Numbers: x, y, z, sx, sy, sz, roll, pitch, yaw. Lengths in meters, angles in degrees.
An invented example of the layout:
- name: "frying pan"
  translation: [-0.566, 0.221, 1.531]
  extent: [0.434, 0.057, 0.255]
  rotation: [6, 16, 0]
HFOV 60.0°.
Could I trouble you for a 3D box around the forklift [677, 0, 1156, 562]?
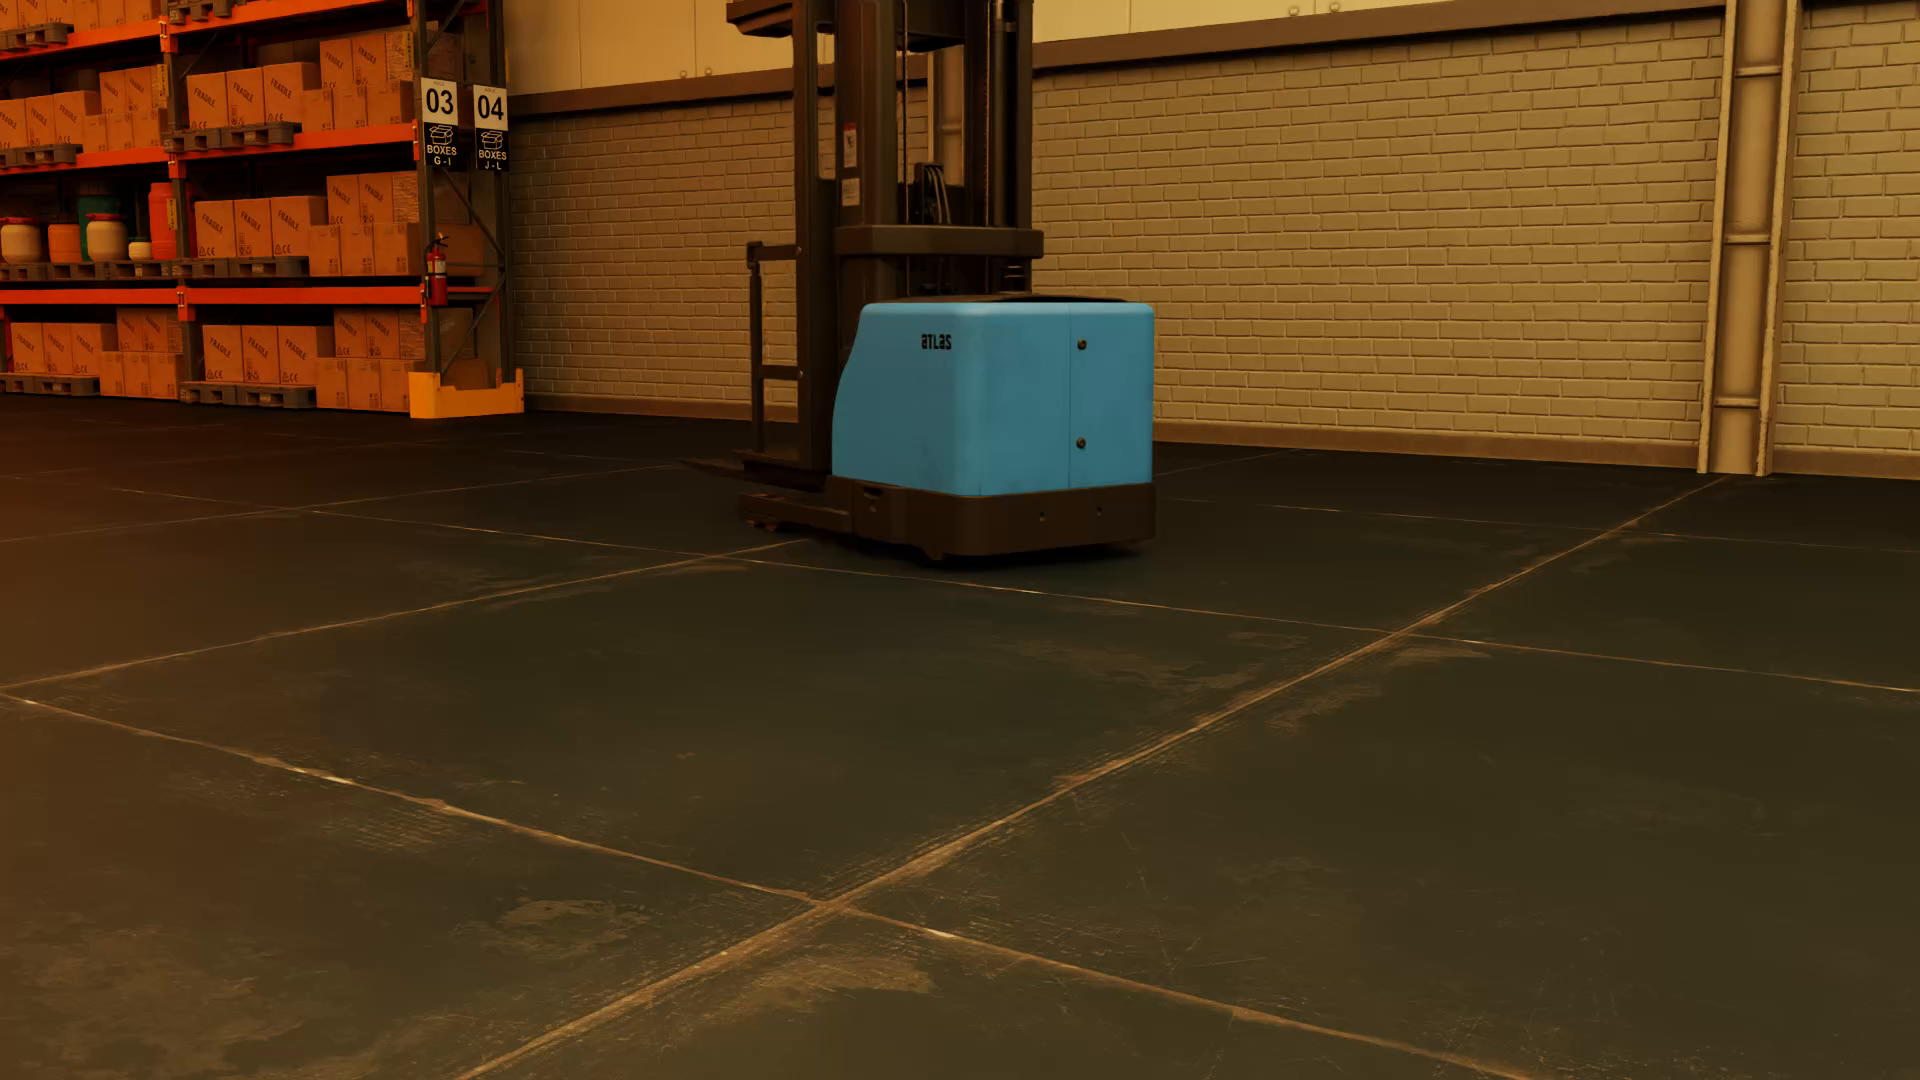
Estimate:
- name: "forklift"
  translation: [-0.414, -1.525, 7.919]
  extent: [1.130, 2.935, 3.031]
  rotation: [-6, 10, -35]
